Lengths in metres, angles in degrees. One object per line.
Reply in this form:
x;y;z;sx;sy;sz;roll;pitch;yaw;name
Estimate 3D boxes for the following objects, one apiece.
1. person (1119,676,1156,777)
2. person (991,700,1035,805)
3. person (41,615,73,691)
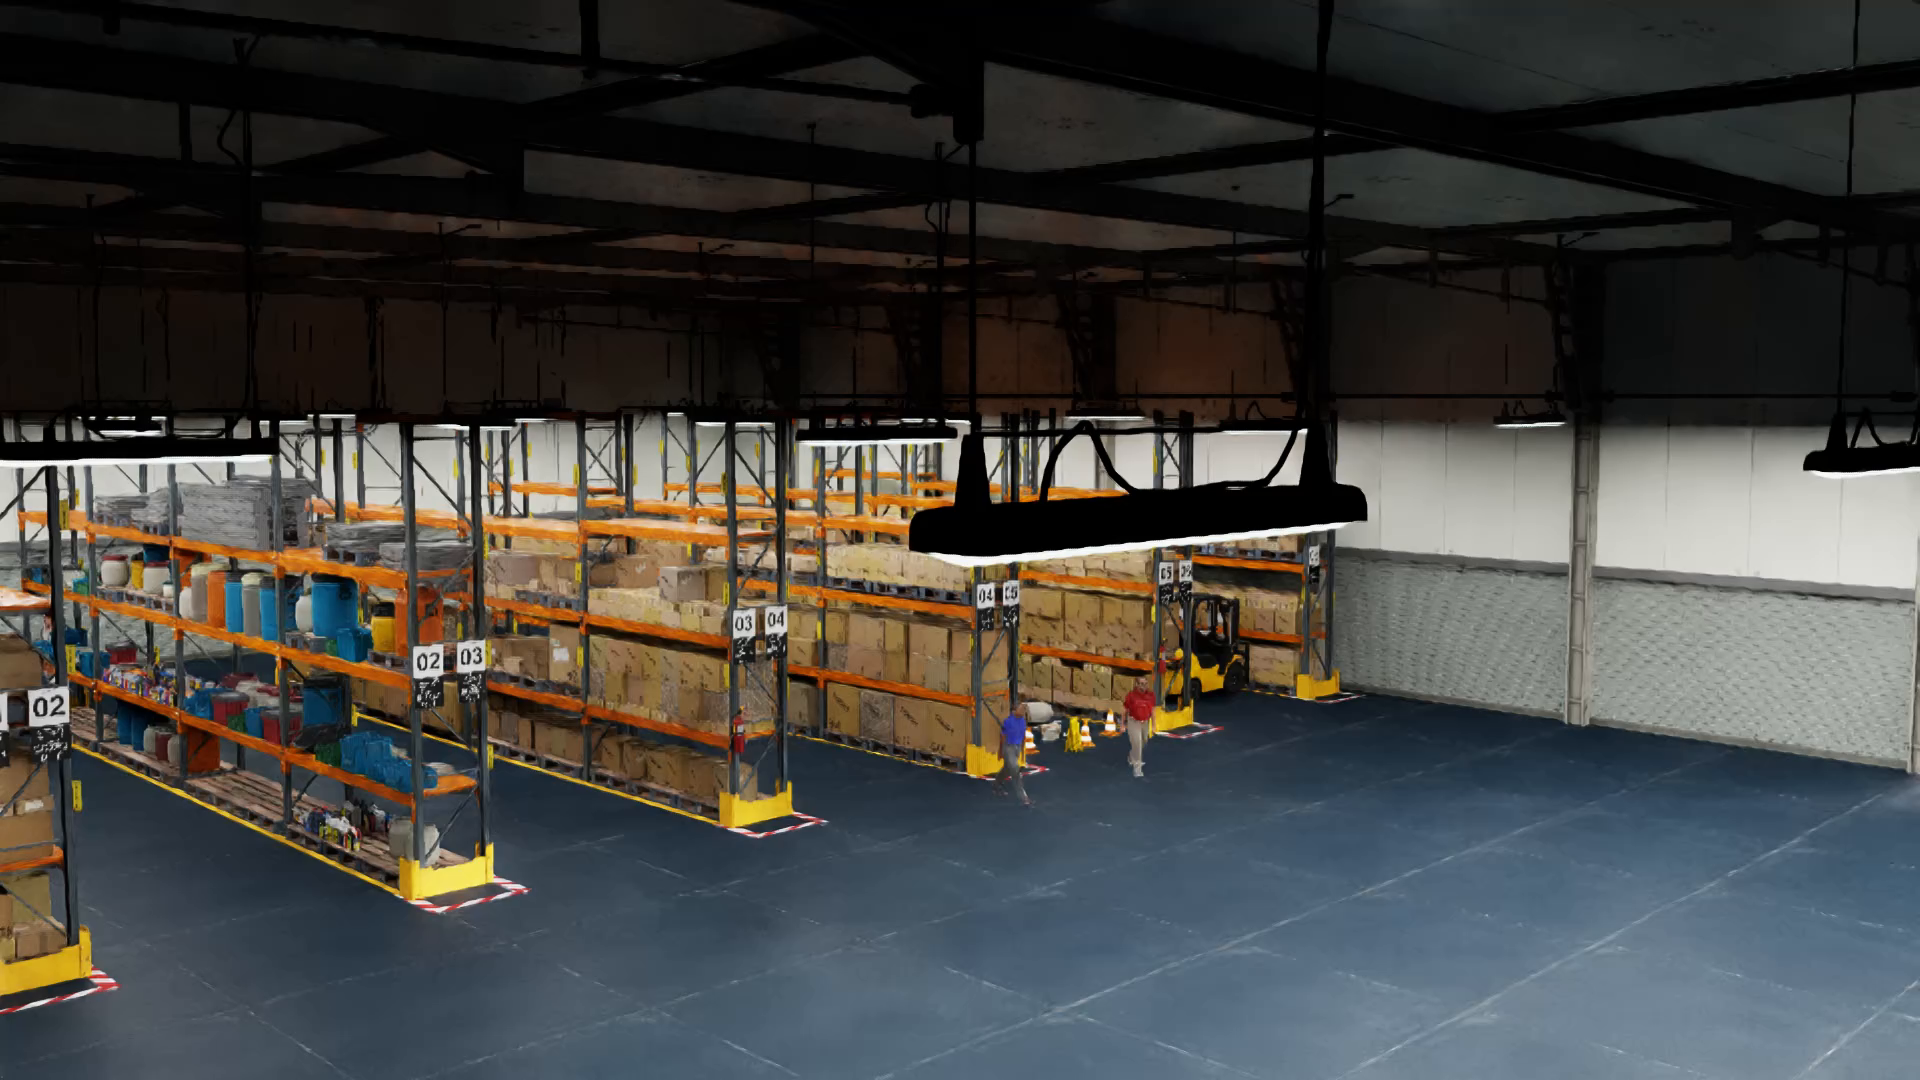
2.990;3.080;27.876;0.584;1.661;0.978;-2;5;-23;person
0.863;3.271;25.942;1.069;1.571;0.447;5;7;43;person
-19.231;2.386;35.333;0.569;1.780;0.595;0;5;0;person
